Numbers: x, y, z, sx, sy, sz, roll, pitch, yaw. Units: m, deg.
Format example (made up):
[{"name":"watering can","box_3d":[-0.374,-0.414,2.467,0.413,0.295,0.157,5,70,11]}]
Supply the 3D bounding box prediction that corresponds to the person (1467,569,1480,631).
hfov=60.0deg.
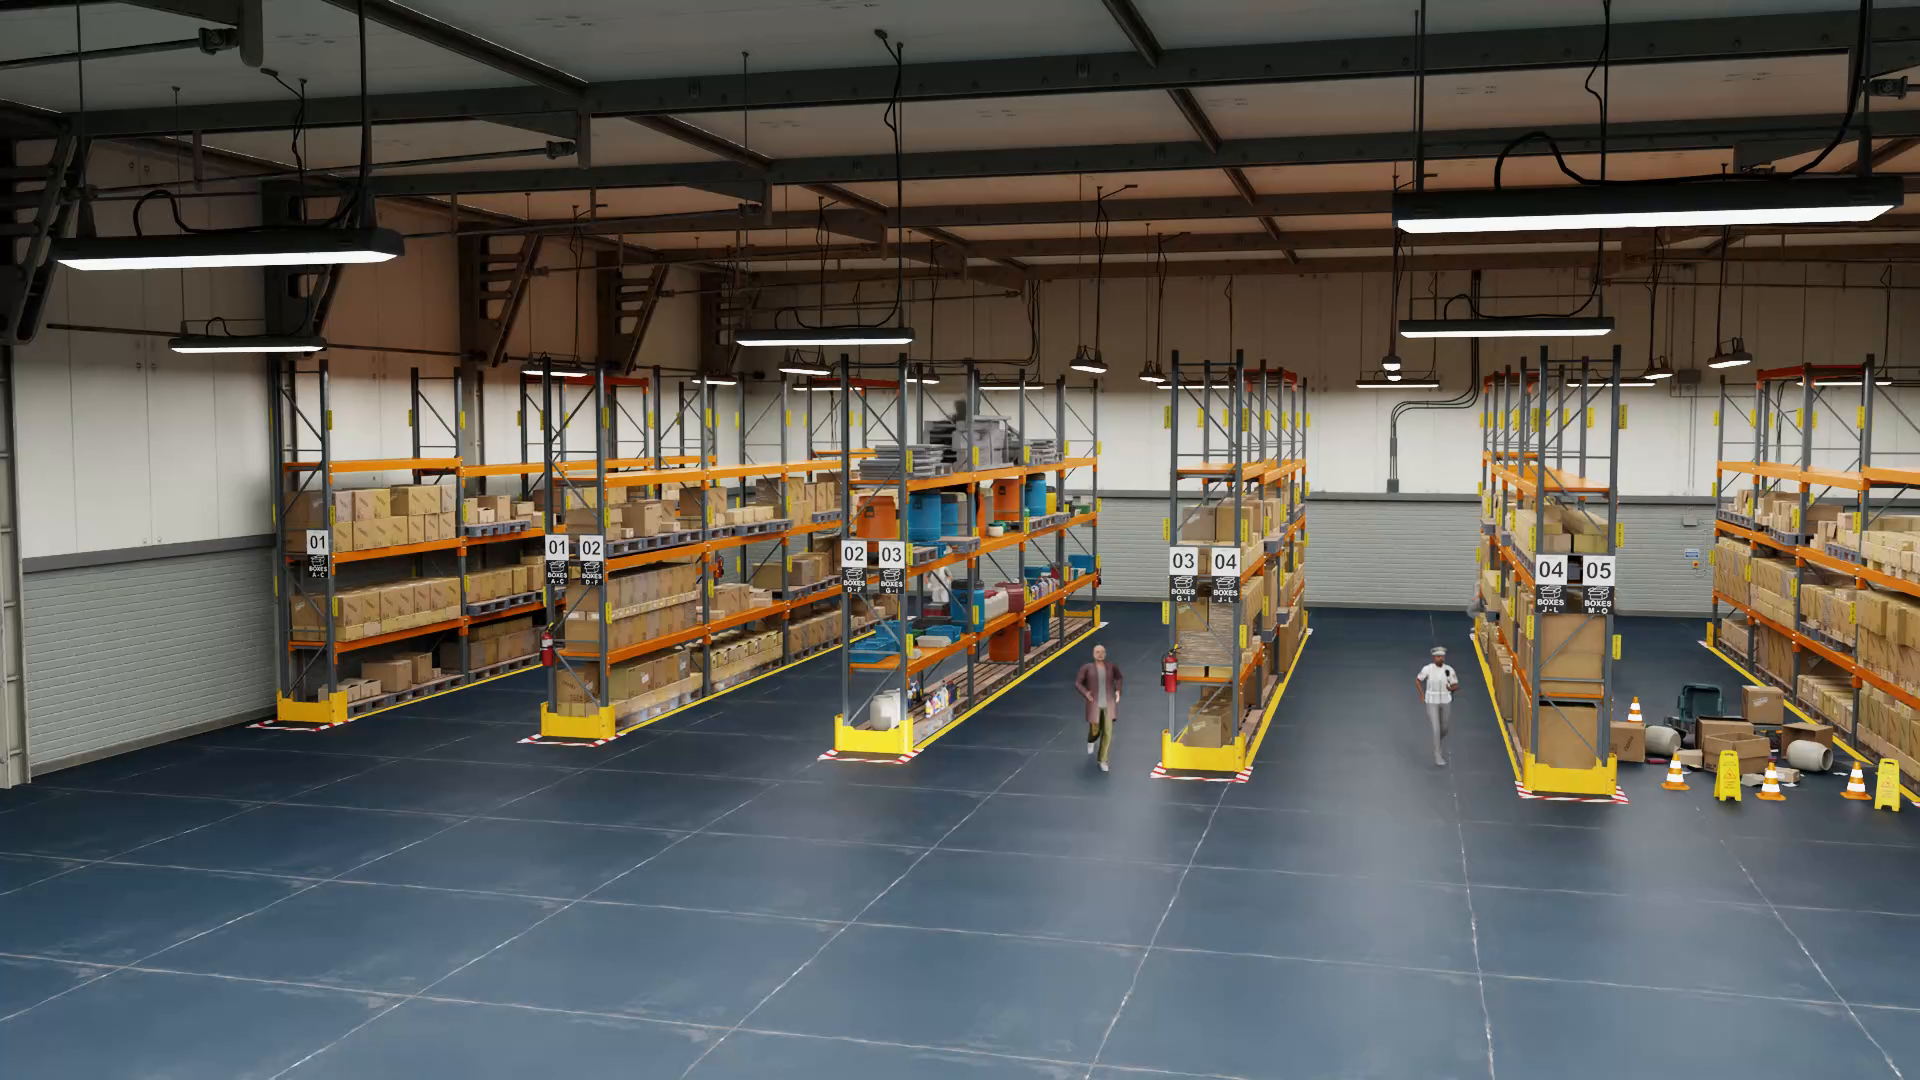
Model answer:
[{"name":"person","box_3d":[12.264,1.399,39.331,0.518,1.585,0.655,2,5,31]}]

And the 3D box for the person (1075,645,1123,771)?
[{"name":"person","box_3d":[2.039,2.401,24.072,0.725,1.749,0.949,0,4,-5]}]

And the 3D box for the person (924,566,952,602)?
[{"name":"person","box_3d":[-0.525,1.228,40.471,0.676,1.735,0.623,0,4,-3]}]

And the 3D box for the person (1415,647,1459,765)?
[{"name":"person","box_3d":[7.008,2.387,24.383,0.580,1.676,0.935,0,4,1]}]
